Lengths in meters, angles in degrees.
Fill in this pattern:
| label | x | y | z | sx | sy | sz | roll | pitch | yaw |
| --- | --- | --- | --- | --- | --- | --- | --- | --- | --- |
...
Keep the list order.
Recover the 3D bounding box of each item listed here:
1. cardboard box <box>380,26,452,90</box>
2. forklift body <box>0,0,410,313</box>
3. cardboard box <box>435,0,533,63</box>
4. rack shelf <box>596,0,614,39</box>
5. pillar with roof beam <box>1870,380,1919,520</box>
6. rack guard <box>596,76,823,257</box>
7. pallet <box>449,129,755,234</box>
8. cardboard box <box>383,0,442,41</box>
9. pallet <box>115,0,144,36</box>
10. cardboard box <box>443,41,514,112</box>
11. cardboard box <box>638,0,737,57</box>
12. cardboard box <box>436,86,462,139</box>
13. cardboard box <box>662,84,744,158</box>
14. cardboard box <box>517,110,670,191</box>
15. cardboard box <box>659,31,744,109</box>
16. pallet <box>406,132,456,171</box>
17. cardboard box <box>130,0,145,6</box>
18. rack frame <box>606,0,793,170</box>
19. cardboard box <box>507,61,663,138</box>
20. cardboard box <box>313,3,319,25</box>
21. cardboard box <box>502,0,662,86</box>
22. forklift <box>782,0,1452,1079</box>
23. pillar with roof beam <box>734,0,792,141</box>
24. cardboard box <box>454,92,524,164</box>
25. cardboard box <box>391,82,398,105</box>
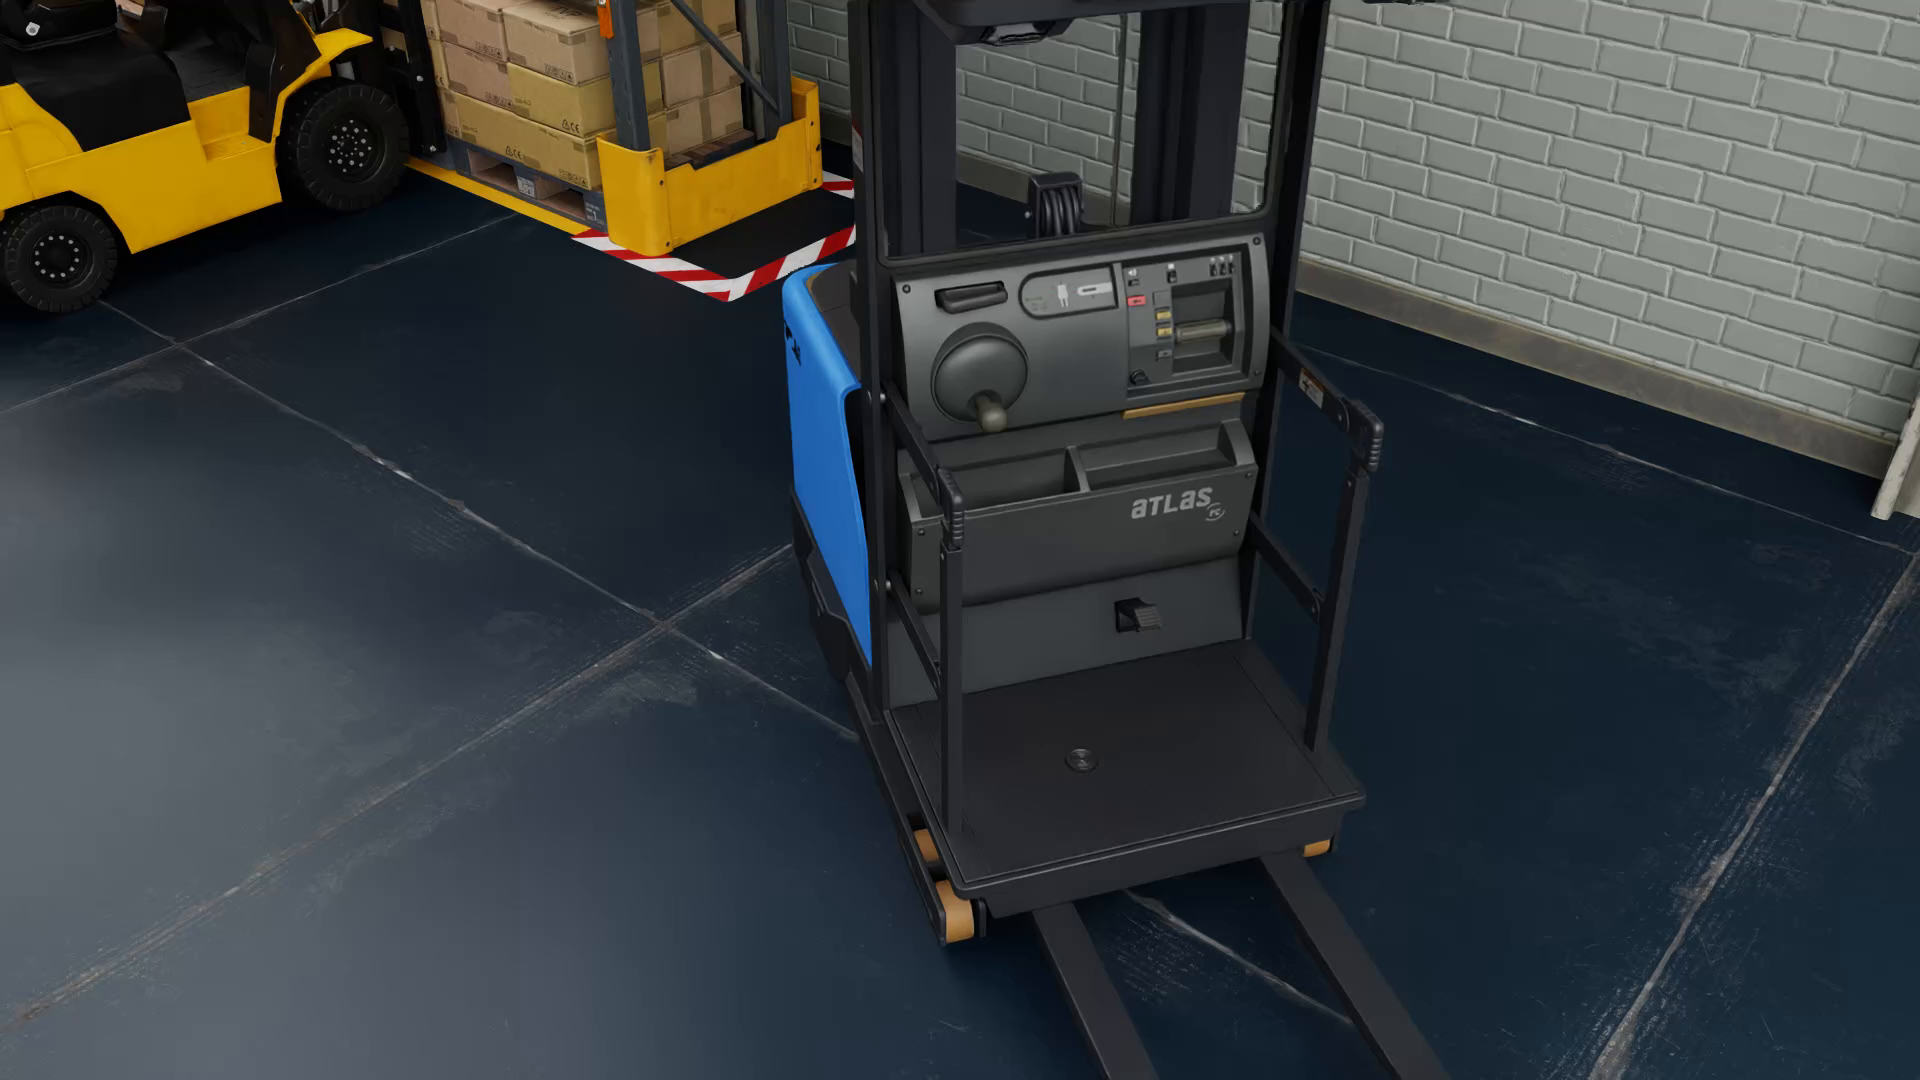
| label | x | y | z | sx | sy | sz | roll | pitch | yaw |
| --- | --- | --- | --- | --- | --- | --- | --- | --- | --- |
| cardboard box | -2.549 | -2.499 | 8.356 | 0.500 | 0.250 | 0.500 | 24 | 41 | 31 |
| forklift body | -3.811 | -2.393 | 7.334 | 1.214 | 2.155 | 2.313 | 25 | 42 | 32 |
| cardboard box | -2.136 | -2.515 | 7.937 | 0.500 | 0.250 | 0.500 | 26 | 42 | 33 |
| rack shelf | -2.723 | -3.277 | 8.508 | 4.000 | 0.370 | 1.077 | 25 | 42 | 32 |
| pillar with roof beam | 0.712 | -1.920 | 0.597 | 0.400 | 9.000 | 9.100 | 25 | 42 | 32 |
| rack guard | -1.168 | -1.810 | 7.944 | 0.348 | 0.500 | 1.175 | 25 | 42 | 32 |
| pallet | -1.801 | -1.959 | 8.415 | 1.213 | 0.211 | 1.003 | 25 | 42 | 32 |
| cardboard box | -2.530 | -2.693 | 8.196 | 0.500 | 0.250 | 0.500 | 26 | 42 | 32 |
| pallet | -4.852 | -3.399 | 10.512 | 1.213 | 0.211 | 1.003 | 25 | 42 | 32 |
| cardboard box | -2.139 | -2.322 | 8.097 | 0.500 | 0.250 | 0.500 | 25 | 42 | 31 |
| cardboard box | -1.435 | -2.558 | 7.999 | 0.500 | 0.250 | 0.500 | 25 | 41 | 31 |
| cardboard box | -2.504 | -2.291 | 8.494 | 0.500 | 0.250 | 0.500 | 26 | 42 | 32 |
| cardboard box | -1.439 | -2.152 | 8.292 | 0.500 | 0.250 | 0.500 | 25 | 42 | 32 |
| cardboard box | -1.750 | -1.922 | 7.956 | 0.500 | 0.250 | 0.500 | 26 | 42 | 32 |
| cardboard box | -1.415 | -2.356 | 8.147 | 0.500 | 0.250 | 0.500 | 26 | 42 | 33 |
| pallet | -2.734 | -2.401 | 9.059 | 1.213 | 0.211 | 1.003 | 25 | 42 | 32 |
| cardboard box | -4.669 | -3.676 | 10.180 | 0.625 | 0.625 | 0.875 | 27 | 43 | 34 |
| rack frame | -1.186 | -2.849 | 7.249 | 0.127 | 3.000 | 1.000 | 25 | 42 | 32 |
| cardboard box | -1.760 | -2.135 | 7.826 | 0.500 | 0.250 | 0.500 | 25 | 41 | 31 |
| cardboard box | -3.319 | -2.866 | 8.889 | 0.500 | 0.250 | 0.500 | 25 | 42 | 31 |
| cardboard box | -1.740 | -2.332 | 7.671 | 0.500 | 0.250 | 0.500 | 27 | 43 | 33 |
| forklift | 0.371 | -0.436 | 3.795 | 1.130 | 2.935 | 3.031 | -10 | 36 | -14 |
| pillar with roof beam | -3.899 | -4.094 | 3.762 | 0.400 | 9.000 | 9.100 | 25 | 42 | 32 |
| cardboard box | -2.126 | -2.106 | 8.225 | 0.500 | 0.250 | 0.500 | 25 | 42 | 32 |
| cardboard box | -2.918 | -2.469 | 8.754 | 0.500 | 0.250 | 0.500 | 27 | 43 | 33 |
